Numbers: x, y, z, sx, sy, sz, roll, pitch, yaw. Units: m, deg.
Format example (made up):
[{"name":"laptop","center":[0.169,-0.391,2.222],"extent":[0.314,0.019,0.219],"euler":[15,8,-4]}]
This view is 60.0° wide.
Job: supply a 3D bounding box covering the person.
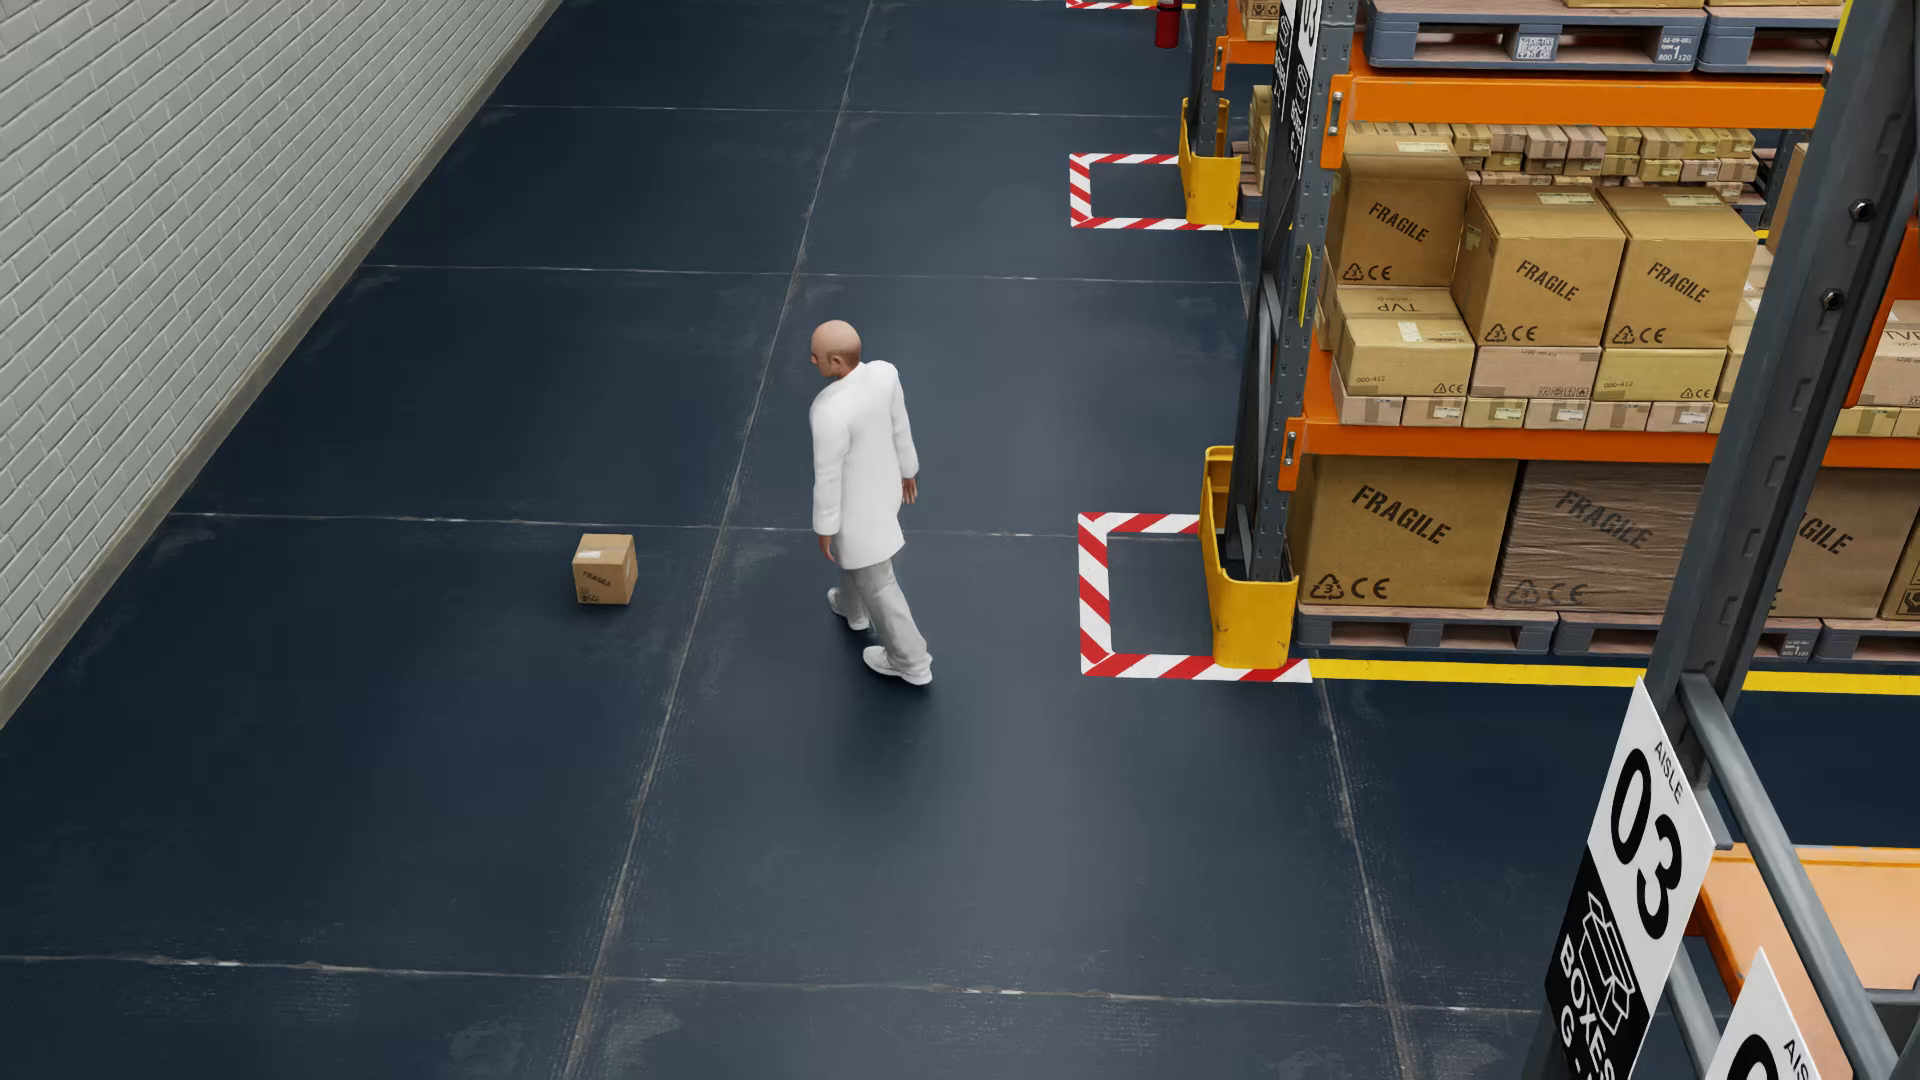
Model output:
[{"name":"person","center":[-0.448,-0.179,7.386],"extent":[0.803,1.775,0.670],"euler":[18,39,24]}]
